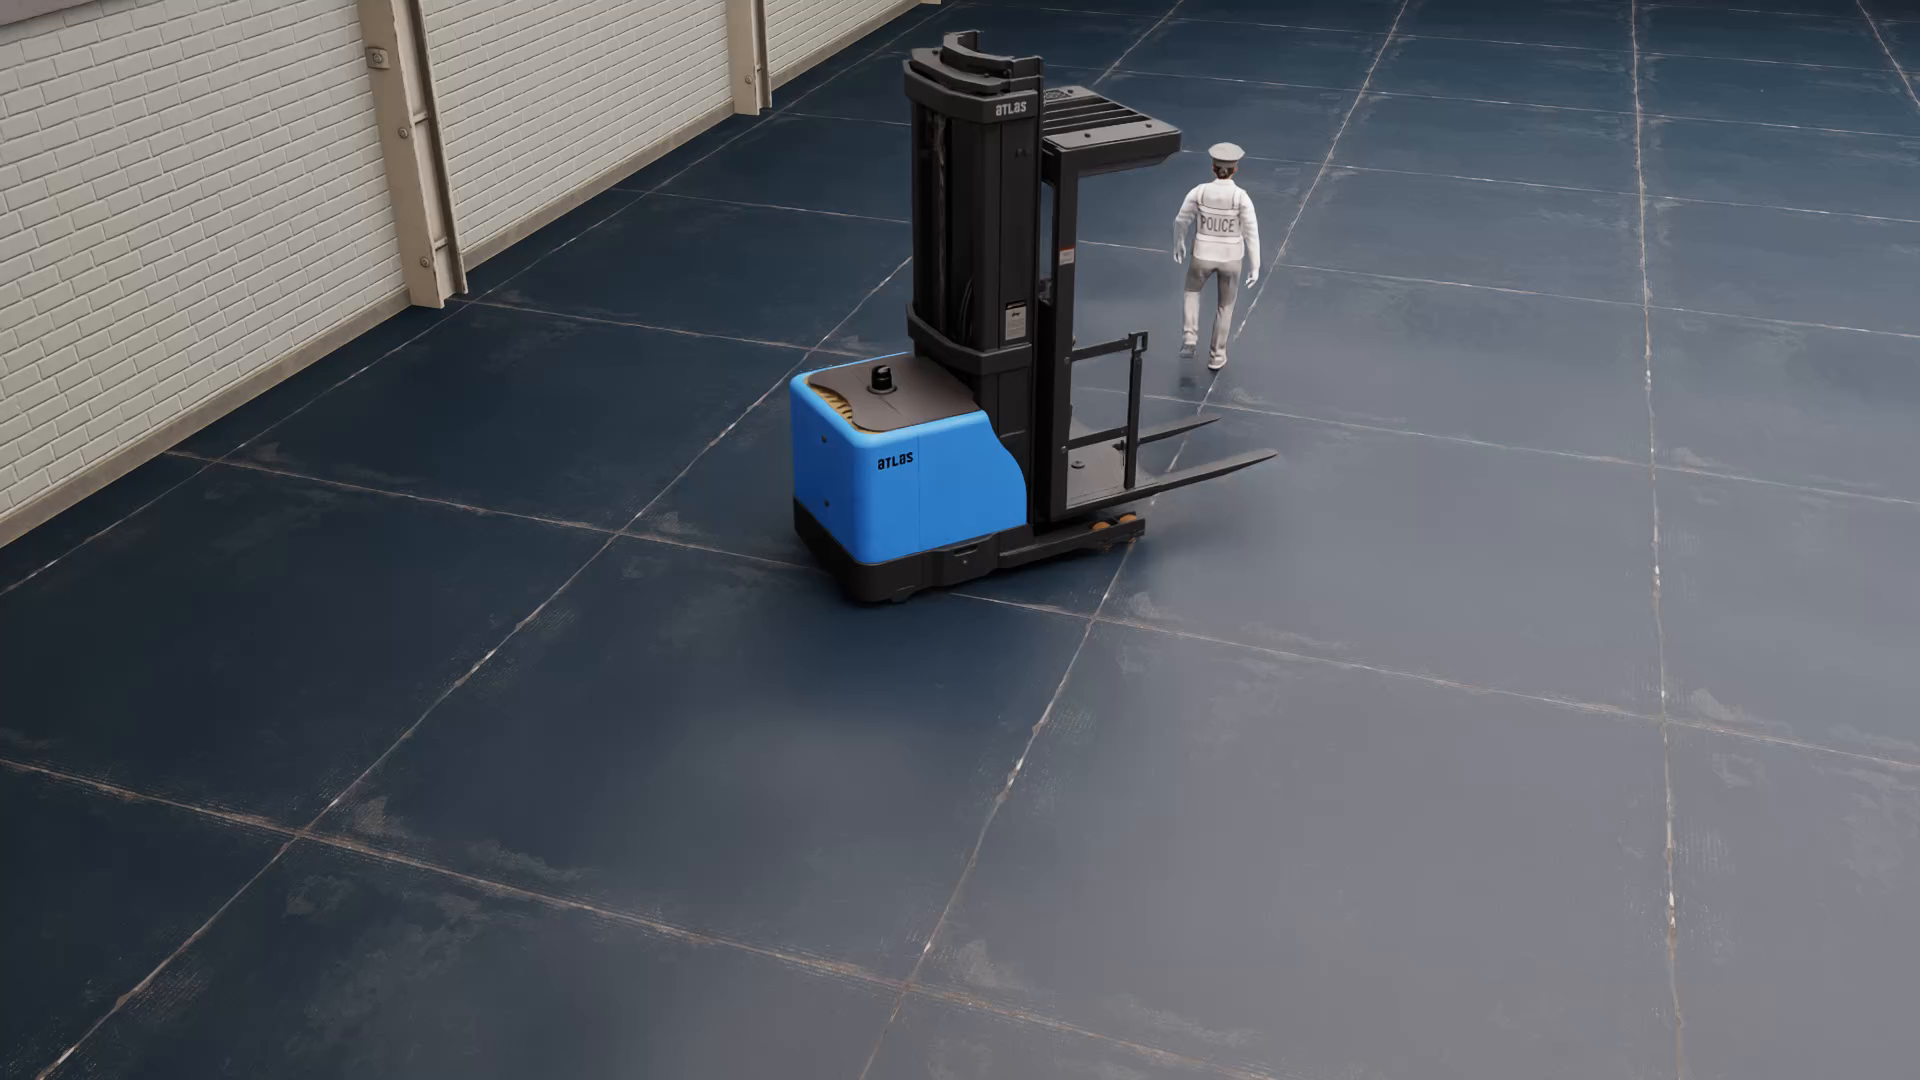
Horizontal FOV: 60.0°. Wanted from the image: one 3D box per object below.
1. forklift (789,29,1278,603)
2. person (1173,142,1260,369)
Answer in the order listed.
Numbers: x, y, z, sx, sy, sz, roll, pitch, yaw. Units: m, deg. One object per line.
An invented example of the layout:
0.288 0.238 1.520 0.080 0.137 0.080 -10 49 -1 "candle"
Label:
0.542 -1.427 9.640 3.031 2.935 1.130 -15 33 -24 "forklift"
1.842 -2.024 11.987 0.654 1.650 0.449 8 31 13 "person"
